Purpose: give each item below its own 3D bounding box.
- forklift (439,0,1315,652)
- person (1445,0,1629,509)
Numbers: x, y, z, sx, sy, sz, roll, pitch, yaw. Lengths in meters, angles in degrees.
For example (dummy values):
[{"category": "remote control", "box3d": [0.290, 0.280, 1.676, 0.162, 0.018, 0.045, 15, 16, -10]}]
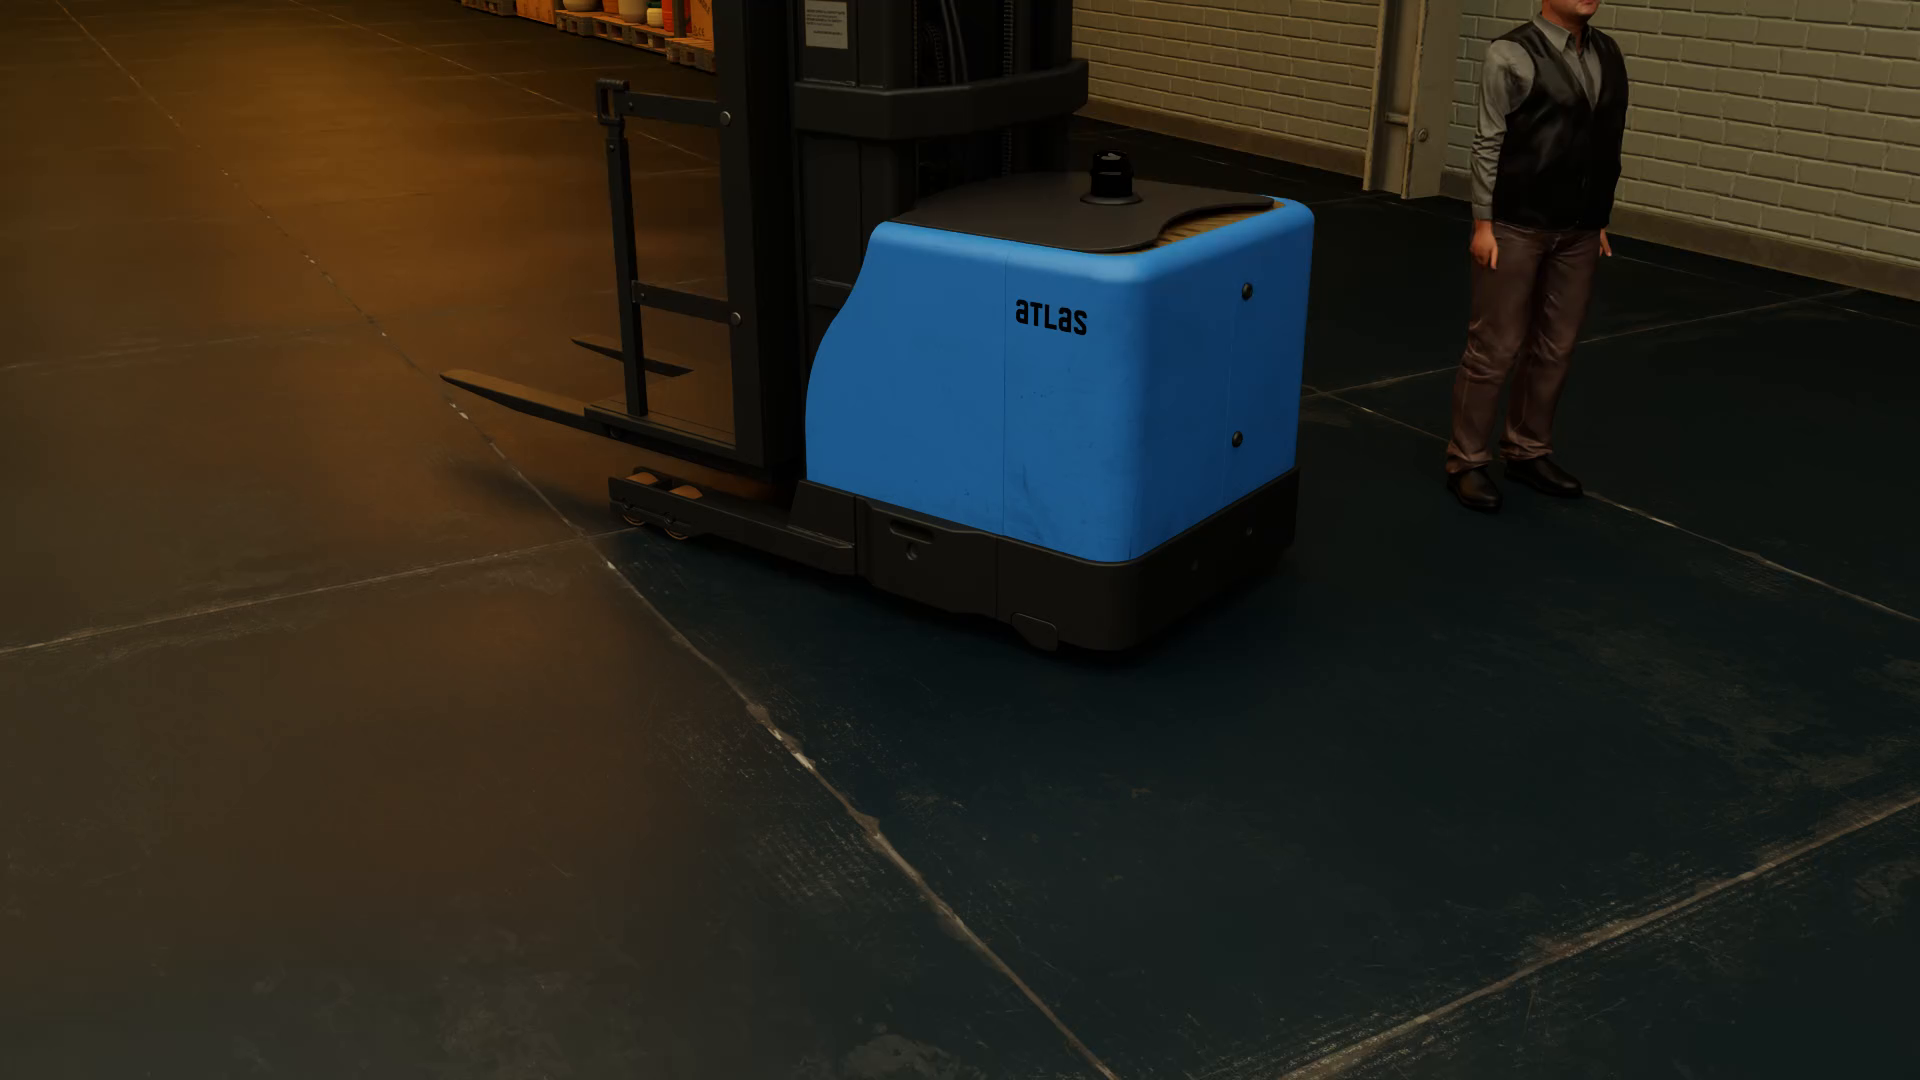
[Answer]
[{"category": "forklift", "box3d": [-0.481, -1.497, 4.922, 3.031, 2.935, 1.130, 16, 27, 34]}, {"category": "person", "box3d": [1.837, -0.972, 5.238, 0.525, 1.724, 0.369, -9, 24, -21]}]
